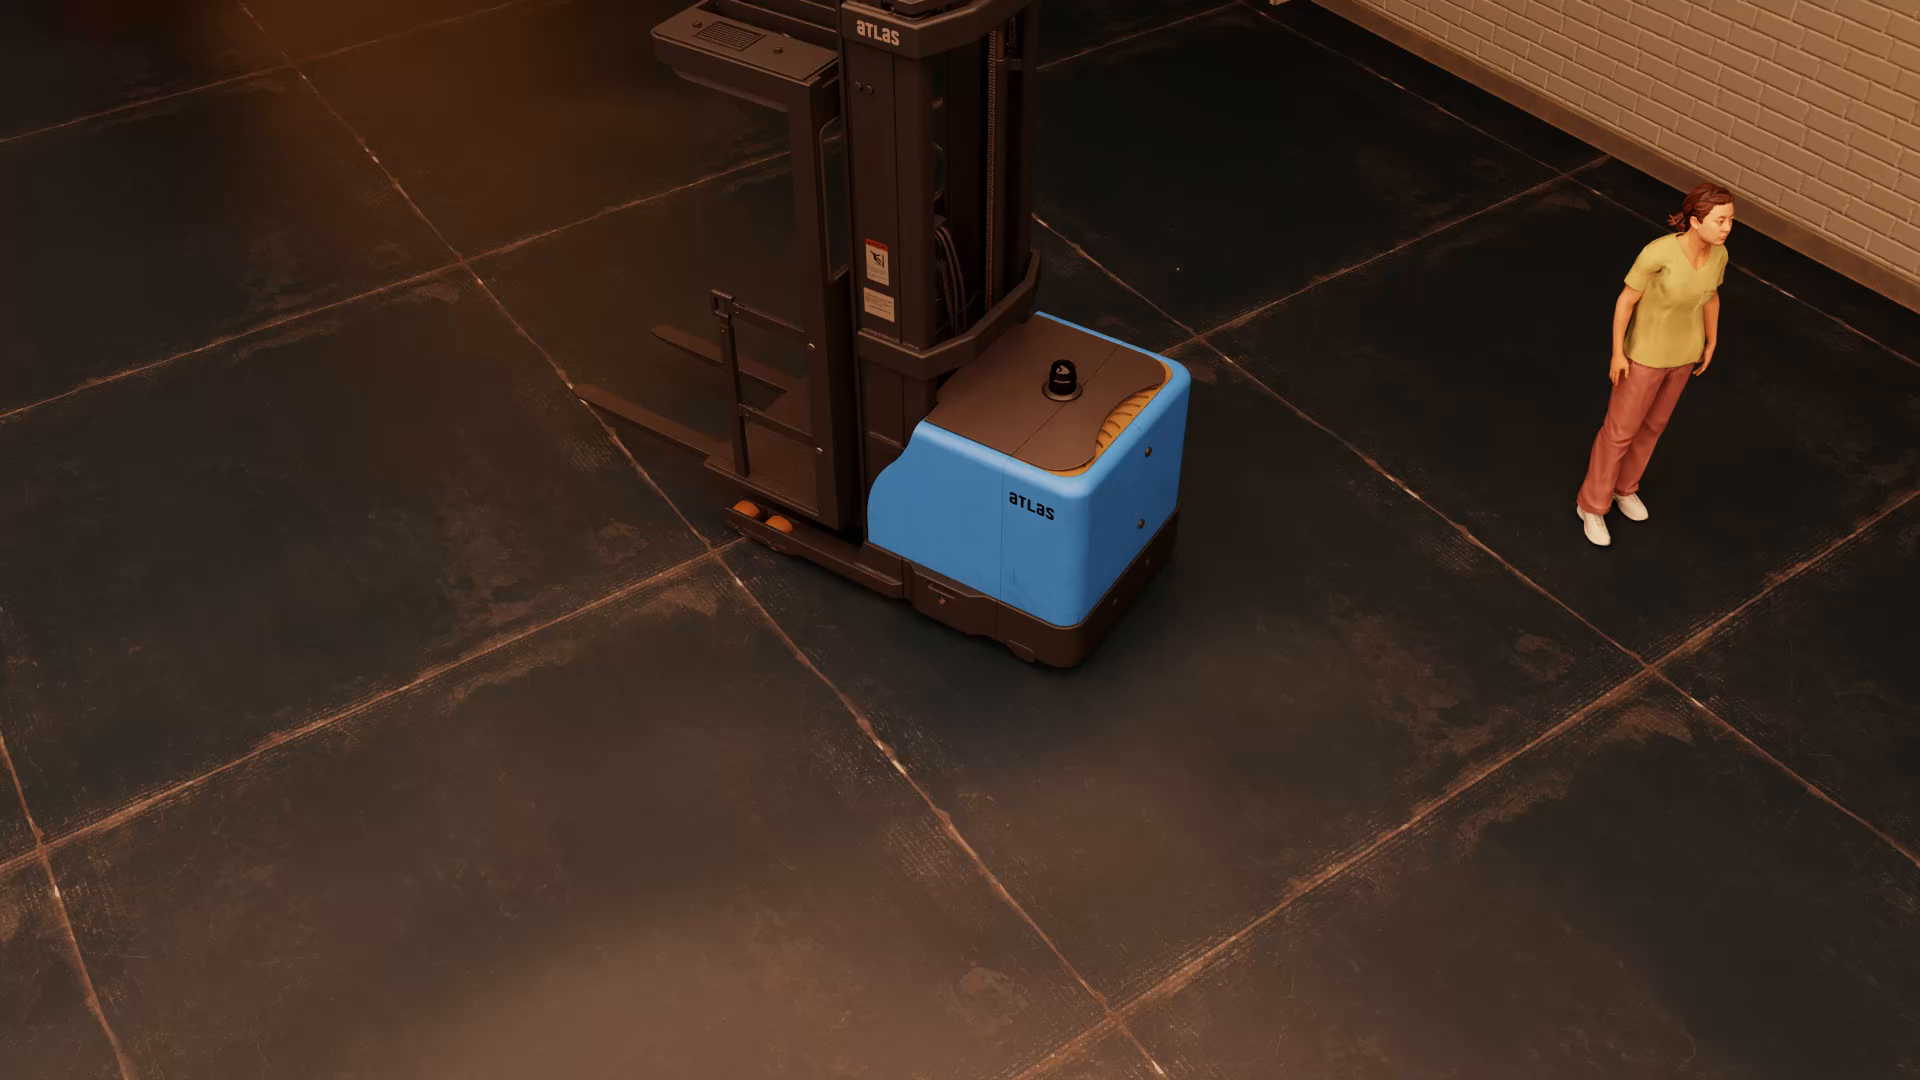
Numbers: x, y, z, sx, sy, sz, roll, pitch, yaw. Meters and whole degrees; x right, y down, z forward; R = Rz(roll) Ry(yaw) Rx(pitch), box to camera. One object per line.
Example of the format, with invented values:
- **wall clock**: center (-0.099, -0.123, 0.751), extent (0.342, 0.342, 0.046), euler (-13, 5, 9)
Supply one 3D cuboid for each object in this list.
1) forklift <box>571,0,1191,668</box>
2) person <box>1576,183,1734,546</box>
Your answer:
- **forklift**: center (-0.511, -1.302, 7.129), extent (3.031, 2.935, 1.130), euler (24, 48, 24)
- **person**: center (3.183, -0.789, 7.487), extent (0.551, 1.674, 0.549), euler (-11, 44, -11)
